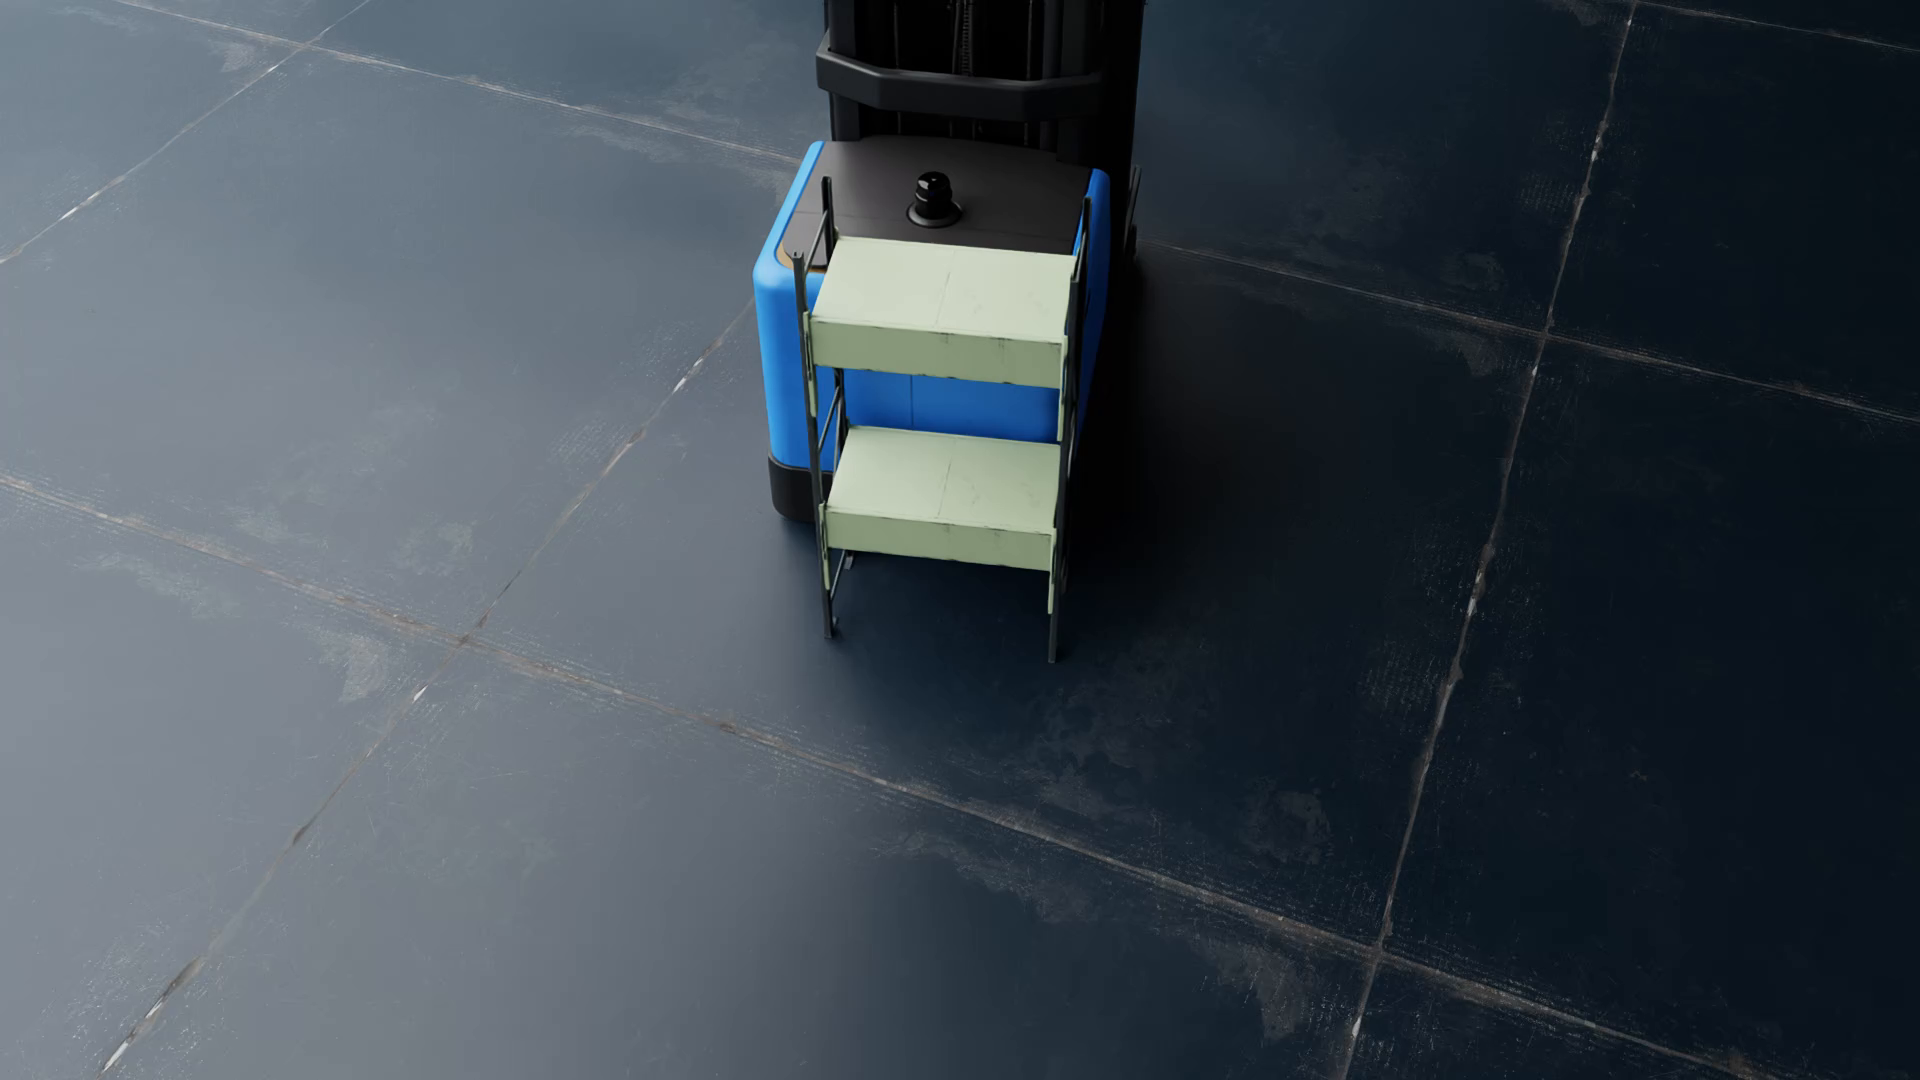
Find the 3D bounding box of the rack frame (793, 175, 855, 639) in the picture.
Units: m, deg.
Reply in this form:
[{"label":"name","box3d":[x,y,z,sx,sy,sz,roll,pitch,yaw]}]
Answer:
[{"label":"rack frame","box3d":[-0.400,-0.350,5.038,0.023,1.500,0.400,6,45,6]}]

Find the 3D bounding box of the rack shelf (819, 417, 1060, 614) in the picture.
[{"label":"rack shelf","box3d":[-0.038,-0.081,5.230,0.720,0.370,0.431,6,45,6]}]

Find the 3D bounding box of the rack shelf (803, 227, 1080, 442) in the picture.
[{"label":"rack shelf","box3d":[-0.038,-0.588,4.725,0.720,0.370,0.431,6,45,6]}]

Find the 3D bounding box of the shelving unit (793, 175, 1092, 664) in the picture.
[{"label":"shelving unit","box3d":[-0.038,-0.312,5.000,0.755,1.500,0.431,6,45,6]}]

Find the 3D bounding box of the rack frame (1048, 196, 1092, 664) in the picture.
[{"label":"rack frame","box3d":[0.324,-0.274,4.962,0.023,1.500,0.400,6,45,6]}]

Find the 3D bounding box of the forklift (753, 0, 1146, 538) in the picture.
[{"label":"forklift","box3d":[0.121,-2.053,5.735,1.130,2.935,3.031,7,45,7]}]
